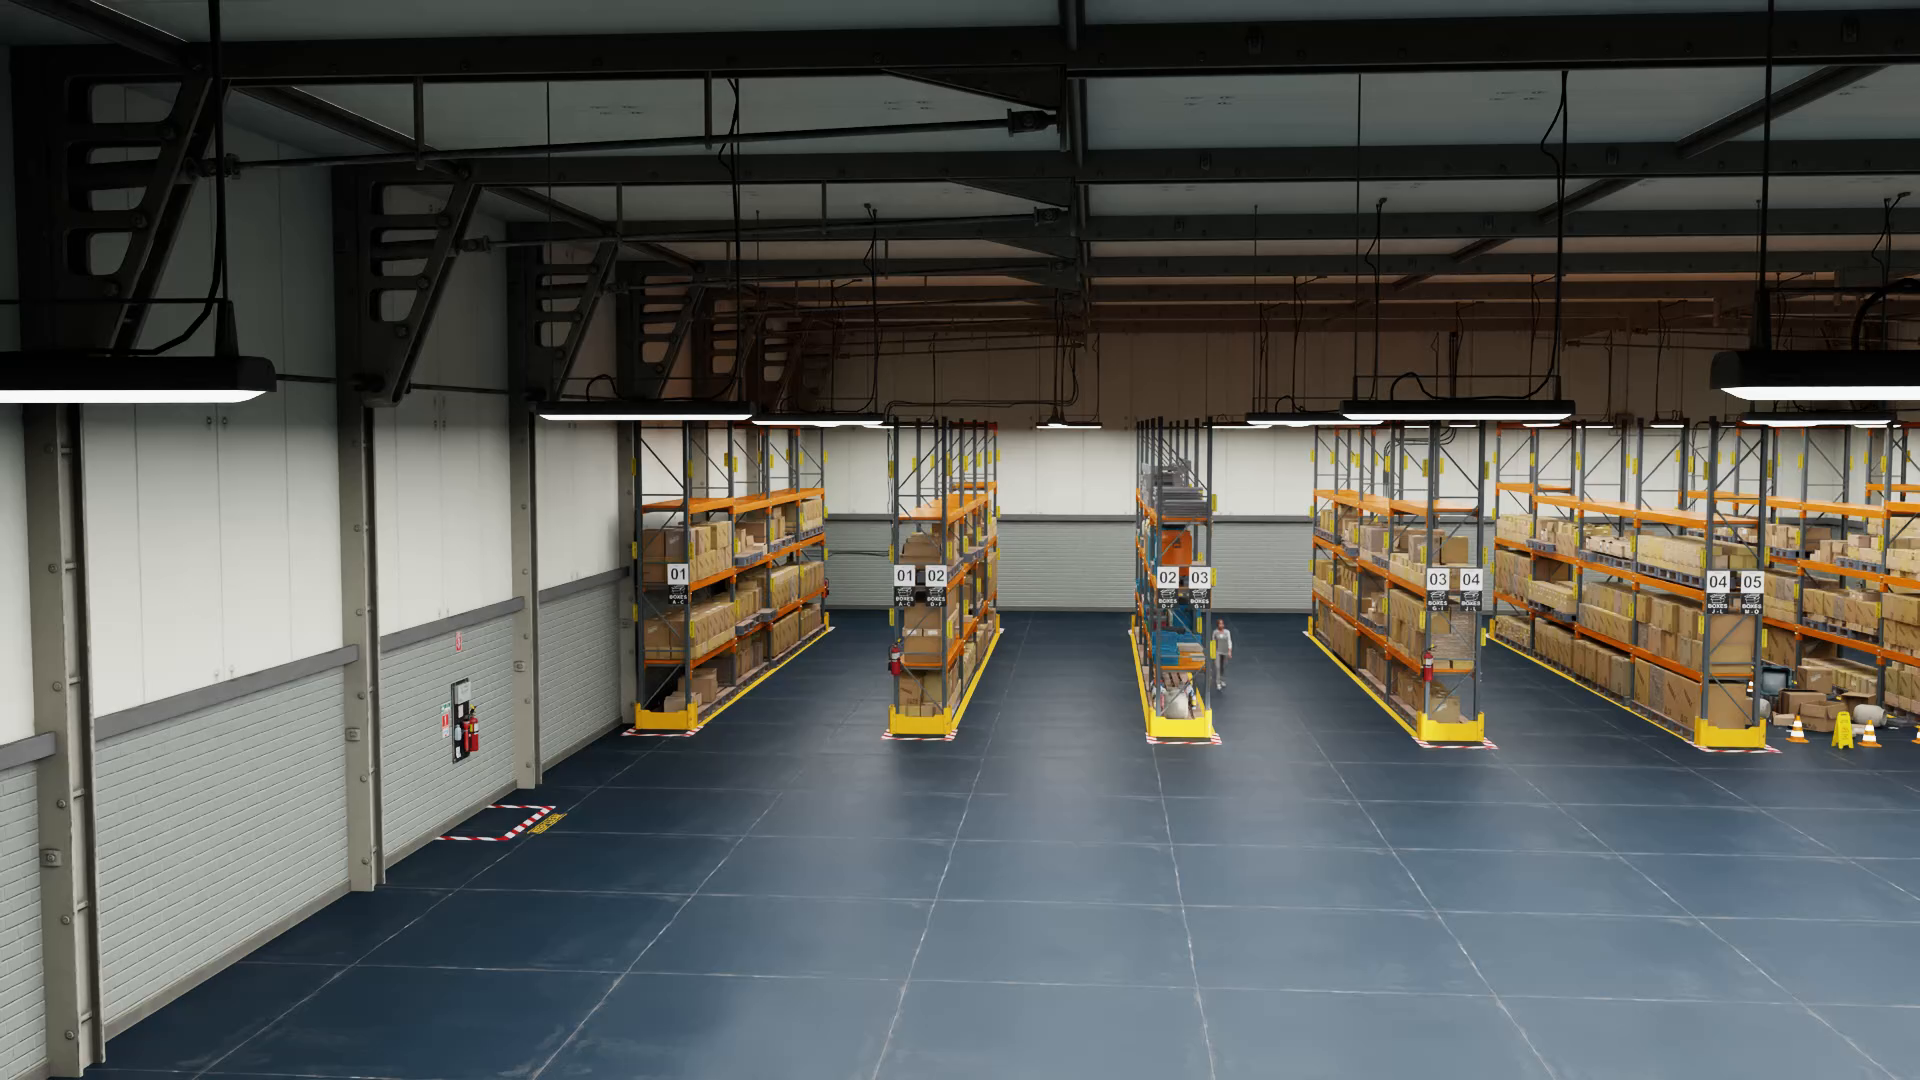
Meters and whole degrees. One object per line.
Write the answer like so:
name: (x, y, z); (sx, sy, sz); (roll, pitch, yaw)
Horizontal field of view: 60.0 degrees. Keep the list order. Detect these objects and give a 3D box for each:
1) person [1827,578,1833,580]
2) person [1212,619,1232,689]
person: (24.532, 1.865, 46.710); (1.016, 1.606, 0.507); (0, 4, 3)
person: (5.808, 2.529, 36.865); (0.434, 1.531, 0.946); (0, 4, 3)
